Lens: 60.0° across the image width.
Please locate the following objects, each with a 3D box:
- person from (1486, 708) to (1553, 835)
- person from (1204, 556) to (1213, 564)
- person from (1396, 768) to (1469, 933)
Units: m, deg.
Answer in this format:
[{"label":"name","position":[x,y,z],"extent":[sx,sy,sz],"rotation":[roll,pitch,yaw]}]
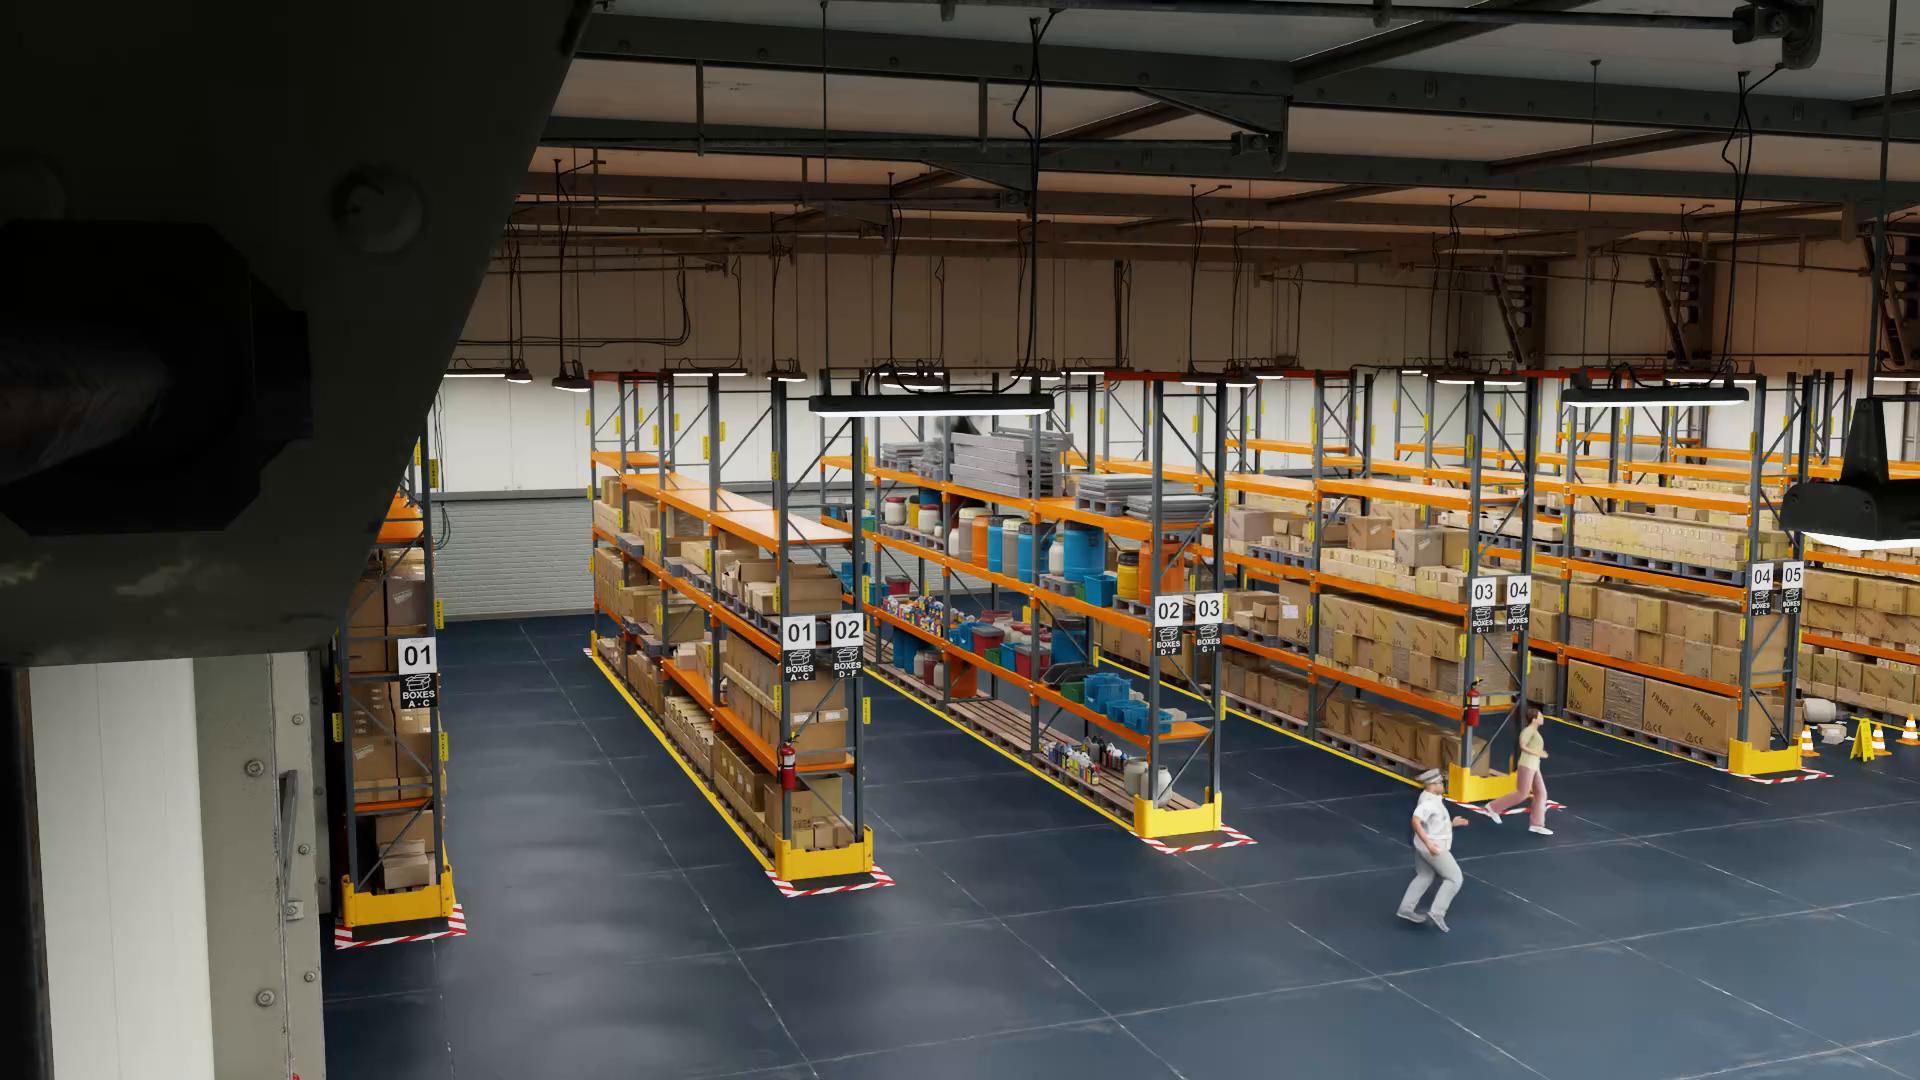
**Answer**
[{"label":"person","position":[7.560,3.050,22.265],"extent":[0.887,1.622,0.625],"rotation":[4,7,30]},{"label":"person","position":[6.131,0.931,41.293],"extent":[0.532,1.600,0.641],"rotation":[-4,8,-34]},{"label":"person","position":[5.231,3.418,18.351],"extent":[0.744,1.828,0.635],"rotation":[0,6,3]}]
